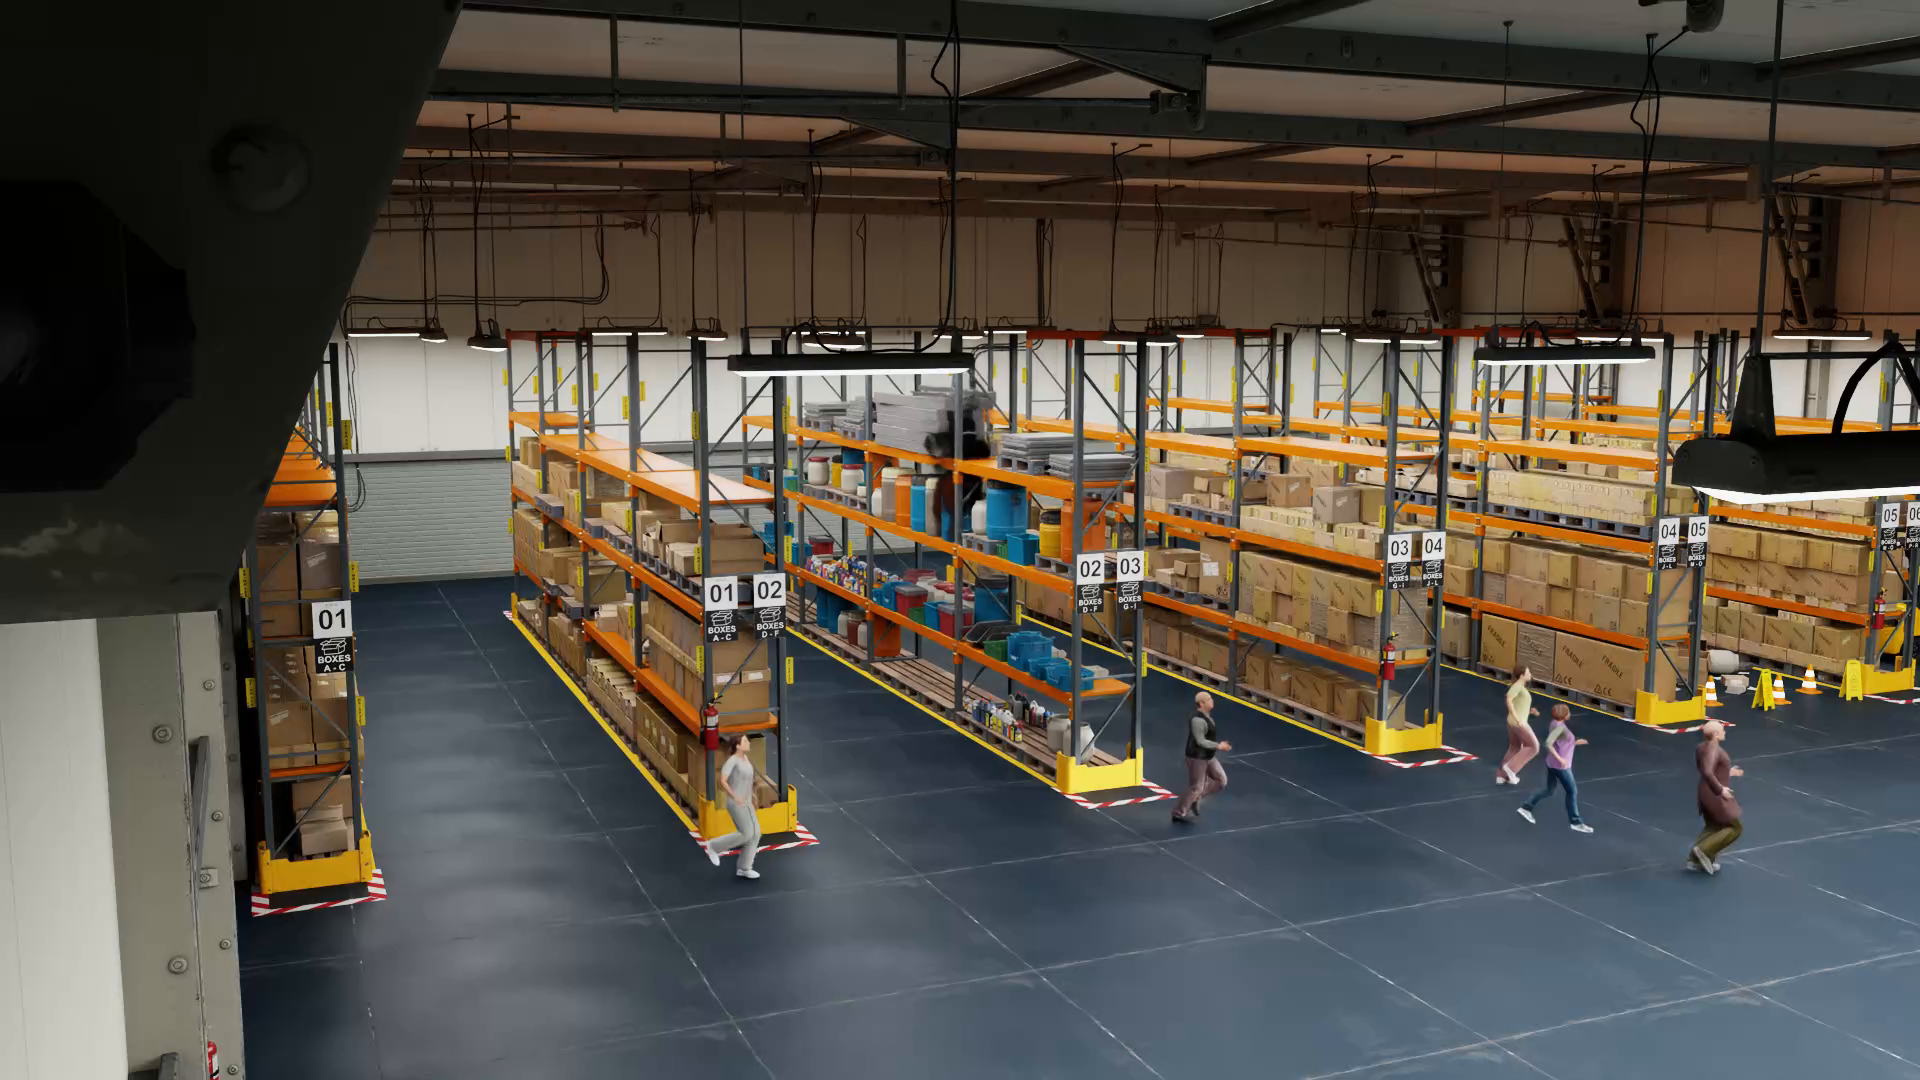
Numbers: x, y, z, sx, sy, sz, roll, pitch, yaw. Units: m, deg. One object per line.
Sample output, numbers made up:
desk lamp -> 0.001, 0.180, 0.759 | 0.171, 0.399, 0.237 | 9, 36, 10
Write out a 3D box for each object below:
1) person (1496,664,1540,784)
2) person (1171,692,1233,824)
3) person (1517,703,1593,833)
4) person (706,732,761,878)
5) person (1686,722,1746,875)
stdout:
person -> 7.532, 2.486, 22.405 | 0.541, 1.608, 0.584 | 2, 8, 12
person -> 3.024, 2.691, 20.654 | 0.753, 1.672, 0.679 | 3, 8, 20
person -> 7.300, 2.769, 20.302 | 0.890, 1.590, 0.534 | 1, 8, 6
person -> -2.507, 3.003, 18.909 | 0.665, 1.542, 0.606 | 2, 8, 16
person -> 8.602, 2.914, 18.809 | 0.642, 1.745, 0.695 | 0, 8, 3
